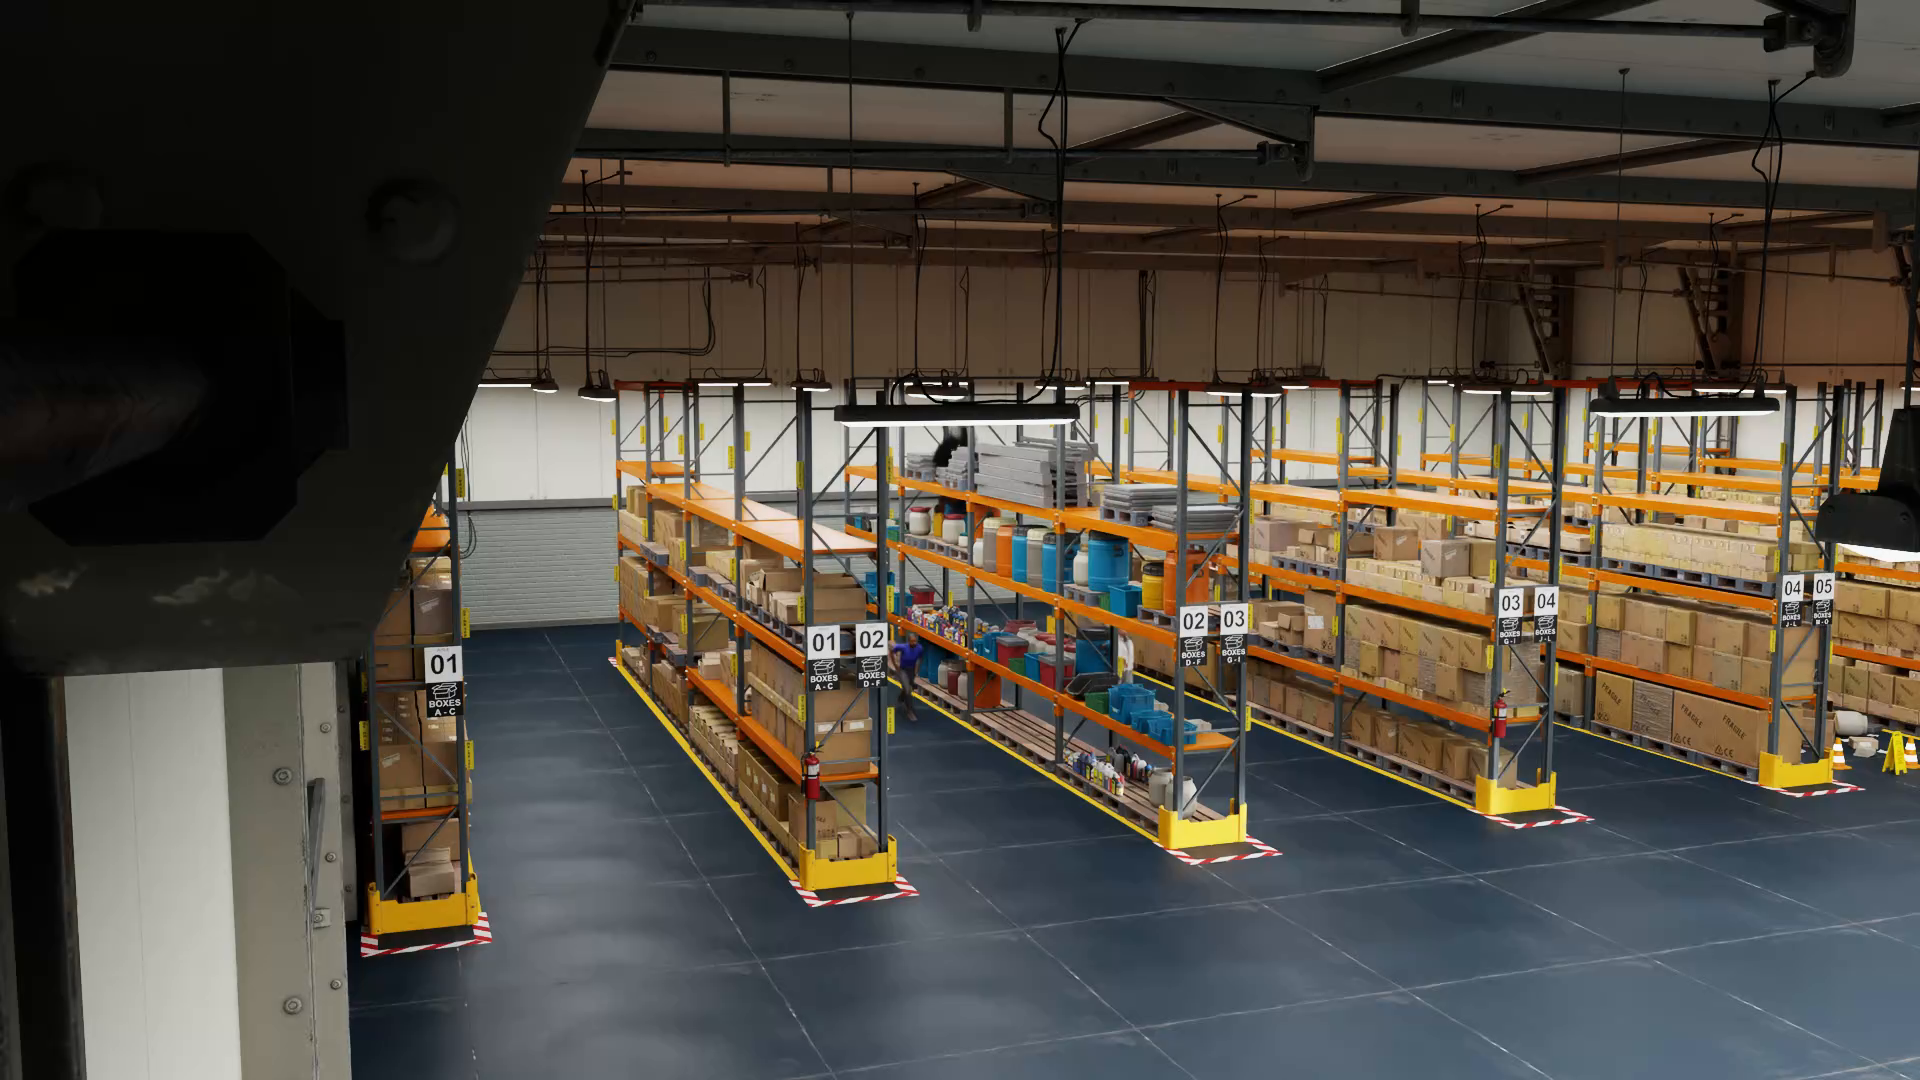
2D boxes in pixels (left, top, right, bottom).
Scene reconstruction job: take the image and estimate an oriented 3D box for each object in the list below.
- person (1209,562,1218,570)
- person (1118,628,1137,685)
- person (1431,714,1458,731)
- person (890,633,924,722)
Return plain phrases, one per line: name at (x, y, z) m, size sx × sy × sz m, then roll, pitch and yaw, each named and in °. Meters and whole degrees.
person at (6.101, 1.177, 40.490) m, size 0.712 × 1.744 × 0.719 m, roll 1°, pitch 6°, yaw 10°
person at (2.878, 2.316, 29.766) m, size 0.684 × 1.775 × 0.794 m, roll -4°, pitch 7°, yaw -33°
person at (8.537, 2.450, 29.052) m, size 0.570 × 1.678 × 0.914 m, roll -3°, pitch 7°, yaw -26°
person at (-0.976, 2.418, 29.863) m, size 0.612 × 1.615 × 0.978 m, roll -2°, pitch 6°, yaw -17°
